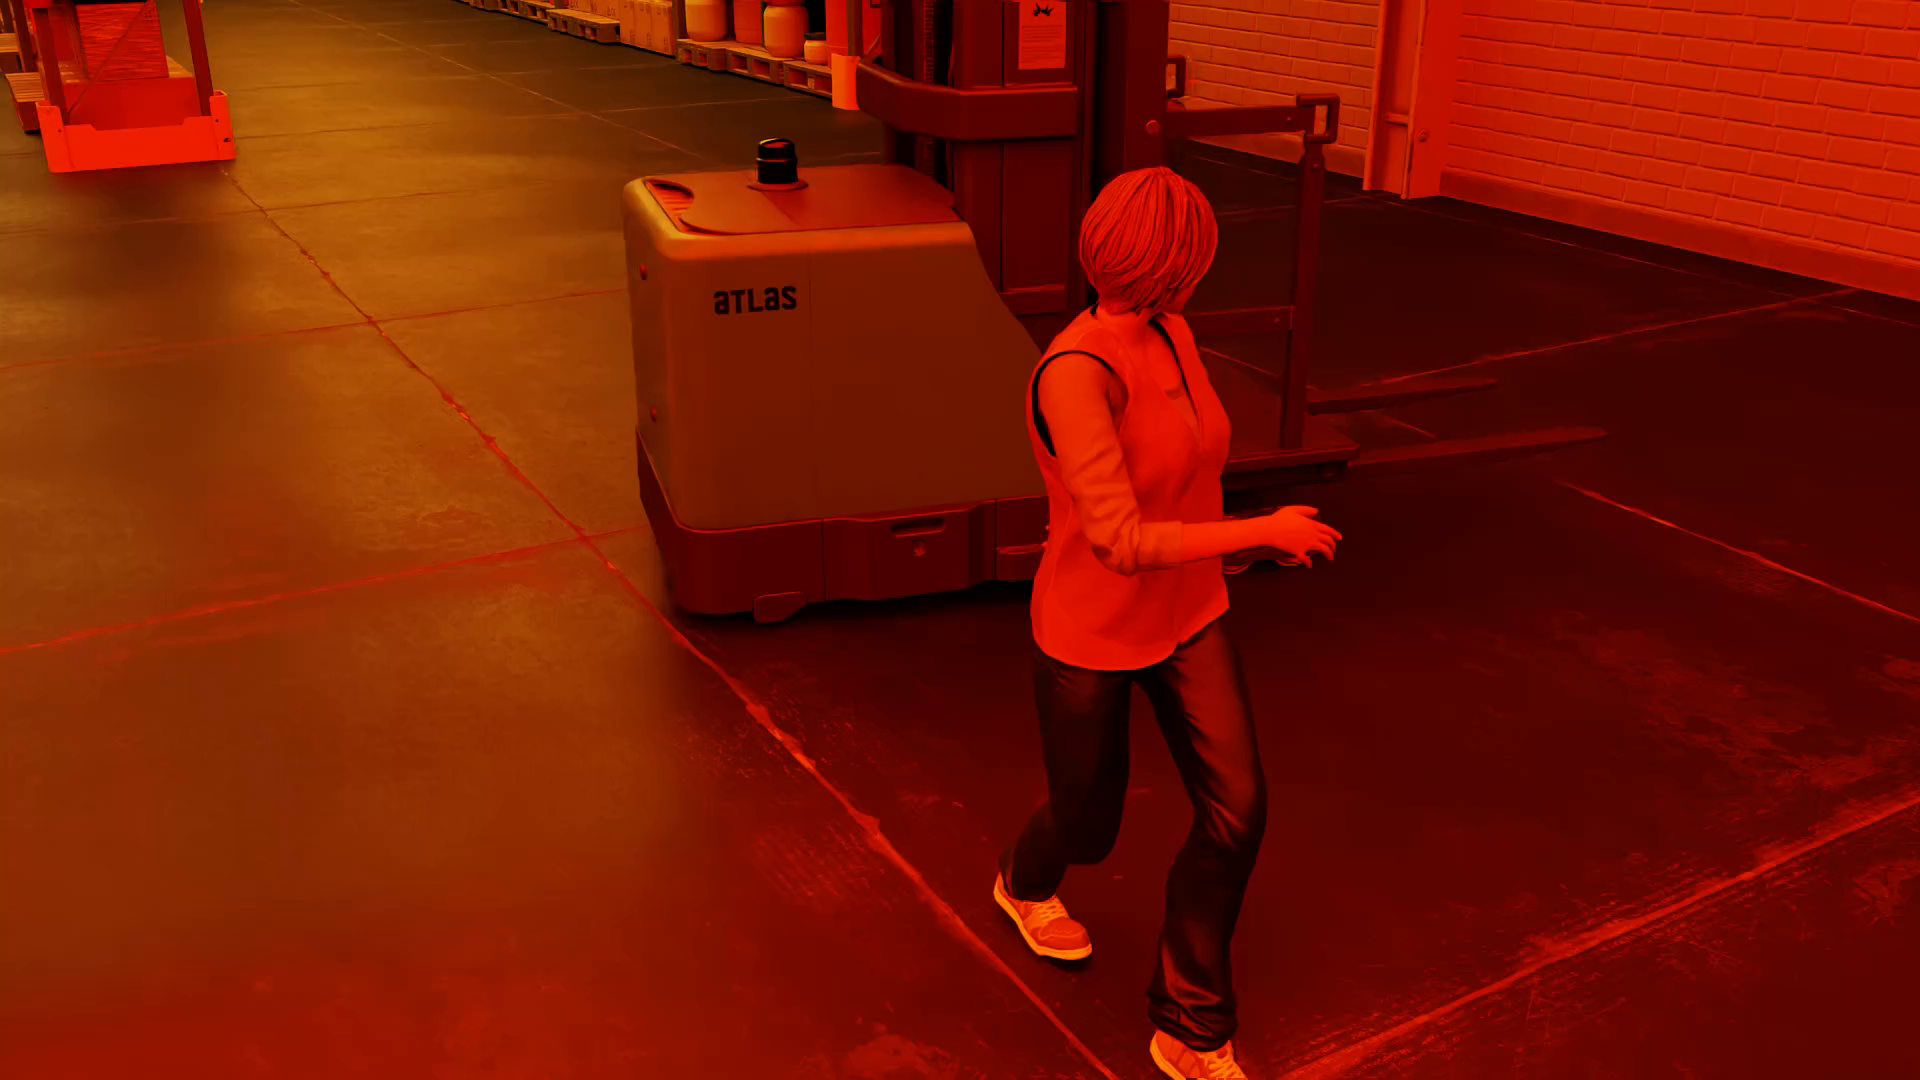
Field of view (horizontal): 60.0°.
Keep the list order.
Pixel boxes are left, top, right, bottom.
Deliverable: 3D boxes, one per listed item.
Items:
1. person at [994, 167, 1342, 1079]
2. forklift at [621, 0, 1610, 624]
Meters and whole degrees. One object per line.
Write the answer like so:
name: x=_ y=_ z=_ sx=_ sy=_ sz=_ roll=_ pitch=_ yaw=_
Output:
person: x=0.295 y=0.158 z=2.793 sx=0.429 sy=1.540 sz=0.839 roll=-15 pitch=27 yaw=-32
forklift: x=0.560 y=-1.440 z=4.782 sx=3.031 sy=2.935 sz=1.130 roll=-7 pitch=23 yaw=-16
